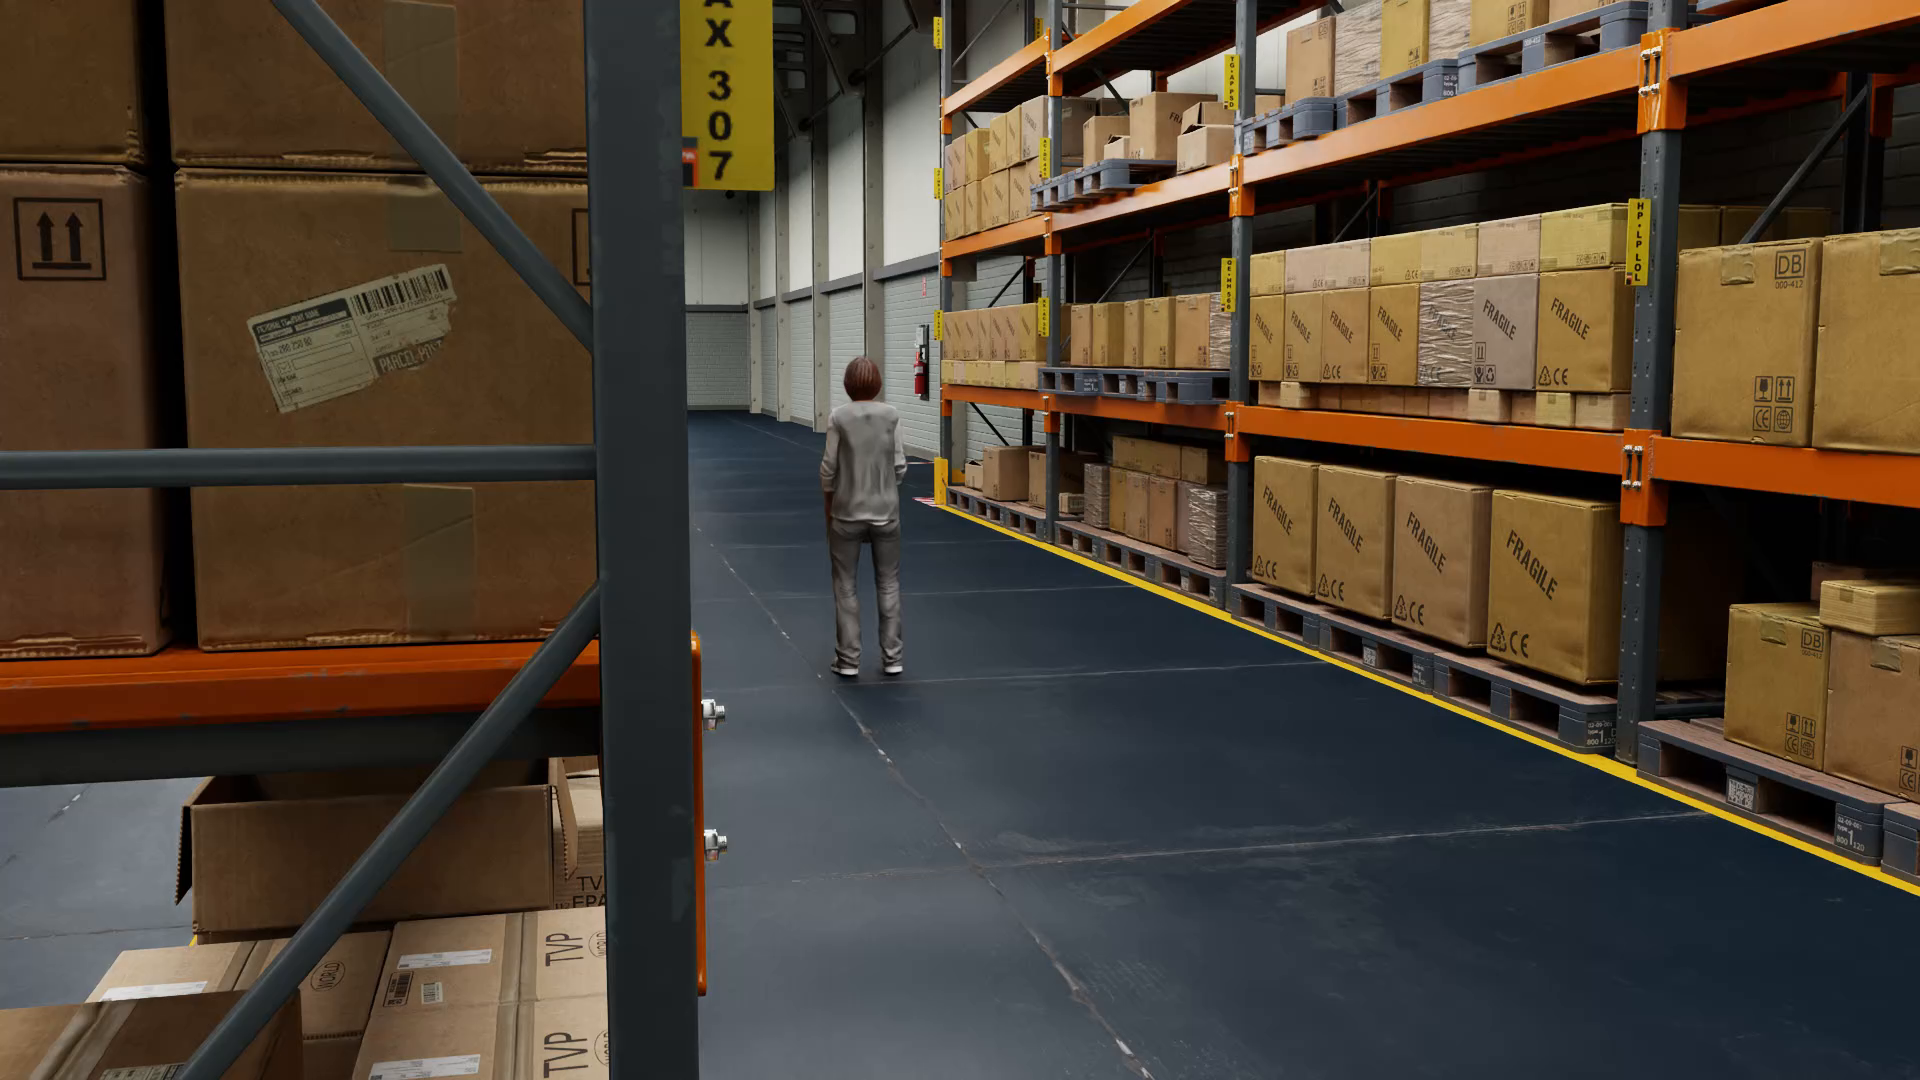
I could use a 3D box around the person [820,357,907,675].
[{"bbox_3d":[-0.490,-0.113,8.411,0.444,1.589,0.397,-2,7,-15],"label":"person"}]
